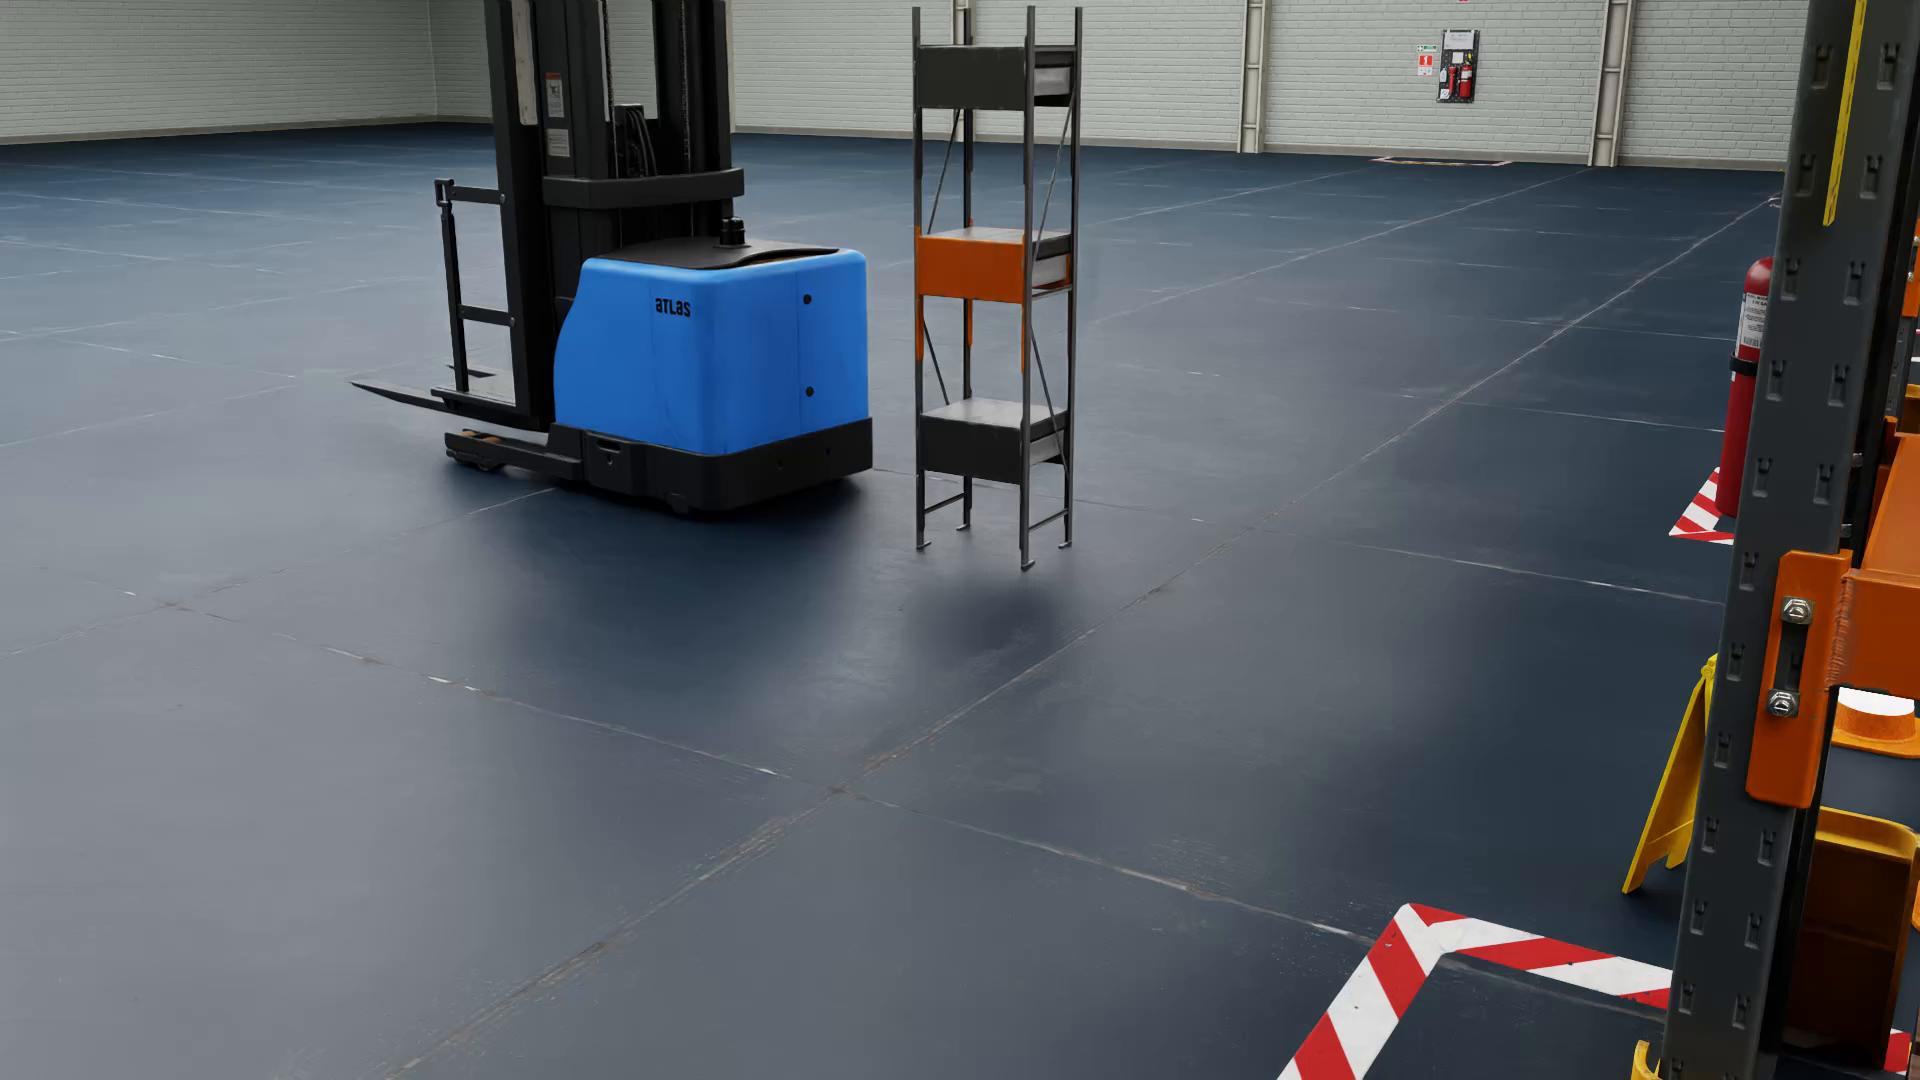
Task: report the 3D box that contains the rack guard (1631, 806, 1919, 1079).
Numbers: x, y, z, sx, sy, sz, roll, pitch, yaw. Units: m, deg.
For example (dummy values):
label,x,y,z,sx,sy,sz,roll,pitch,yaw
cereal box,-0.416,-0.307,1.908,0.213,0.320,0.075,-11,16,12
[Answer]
label,x,y,z,sx,sy,sz,roll,pitch,yaw
rack guard,1.456,0.928,2.966,0.348,0.500,1.175,10,20,30

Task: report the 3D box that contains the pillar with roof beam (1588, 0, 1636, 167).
label,x,y,z,sx,sy,sz,roll,pitch,yaw
pillar with roof beam,8.038,-9.239,21.814,0.400,9.000,9.100,10,20,30

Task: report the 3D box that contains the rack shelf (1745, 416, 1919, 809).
label,x,y,z,sx,sy,sz,roll,pitch,yaw
rack shelf,3.095,0.369,1.744,4.000,0.370,1.077,10,20,30

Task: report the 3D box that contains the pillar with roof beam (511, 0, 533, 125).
label,x,y,z,sx,sy,sz,roll,pitch,yaw
pillar with roof beam,-12.413,-12.890,33.832,0.400,9.000,9.100,10,20,30

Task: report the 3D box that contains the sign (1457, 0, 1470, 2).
label,x,y,z,sx,sy,sz,roll,pitch,yaw
sign,8.250,-8.955,27.213,0.199,0.298,0.001,10,20,30

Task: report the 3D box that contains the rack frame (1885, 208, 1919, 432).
label,x,y,z,sx,sy,sz,roll,pitch,yaw
rack frame,3.896,-1.521,6.728,0.127,3.000,1.000,10,20,30

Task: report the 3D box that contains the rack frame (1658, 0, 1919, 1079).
label,x,y,z,sx,sy,sz,roll,pitch,yaw
rack frame,1.391,-0.280,2.641,0.127,3.000,1.000,10,20,30

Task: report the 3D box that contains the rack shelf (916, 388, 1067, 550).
label,x,y,z,sx,sy,sz,roll,pitch,yaw
rack shelf,0.141,-0.297,6.701,0.480,0.518,0.431,10,20,30

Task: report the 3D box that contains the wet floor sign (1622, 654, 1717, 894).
label,x,y,z,sx,sy,sz,roll,pitch,yaw
wet floor sign,1.789,0.553,3.951,0.267,0.644,0.232,-13,21,-37

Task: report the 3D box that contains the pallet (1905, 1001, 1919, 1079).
label,x,y,z,sx,sy,sz,roll,pitch,yaw
pallet,2.130,1.198,2.573,1.213,0.211,1.003,10,20,30

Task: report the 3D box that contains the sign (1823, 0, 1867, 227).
label,x,y,z,sx,sy,sz,roll,pitch,yaw
sign,1.107,-0.559,2.073,0.005,0.325,0.100,10,20,30

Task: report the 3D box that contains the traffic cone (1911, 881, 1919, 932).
label,x,y,z,sx,sy,sz,roll,pitch,yaw
traffic cone,2.433,0.680,3.846,0.334,0.463,0.336,10,20,30

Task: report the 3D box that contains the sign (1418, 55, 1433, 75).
label,x,y,z,sx,sy,sz,roll,pitch,yaw
sign,7.788,-7.947,27.820,0.234,0.329,0.001,10,20,30

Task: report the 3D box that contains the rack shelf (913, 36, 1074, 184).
label,x,y,z,sx,sy,sz,roll,pitch,yaw
rack shelf,0.141,-1.636,6.294,0.480,0.518,0.431,10,20,30

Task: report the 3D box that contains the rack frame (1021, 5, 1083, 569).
label,x,y,z,sx,sy,sz,roll,pitch,yaw
rack frame,0.349,-0.942,6.371,0.015,2.100,0.400,10,20,30

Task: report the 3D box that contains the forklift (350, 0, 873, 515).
label,x,y,z,sx,sy,sz,roll,pitch,yaw
forklift,-1.874,-1.837,7.885,3.031,2.935,1.130,13,21,37

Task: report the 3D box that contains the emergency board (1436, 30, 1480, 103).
label,x,y,z,sx,sy,sz,roll,pitch,yaw
emergency board,8.205,-7.820,27.465,0.643,1.169,0.194,10,20,30

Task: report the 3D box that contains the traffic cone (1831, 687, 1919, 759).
label,x,y,z,sx,sy,sz,roll,pitch,yaw
traffic cone,2.724,0.353,4.921,0.334,0.463,0.336,10,20,30

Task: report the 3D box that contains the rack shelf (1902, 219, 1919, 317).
label,x,y,z,sx,sy,sz,roll,pitch,yaw
rack shelf,5.600,-0.873,5.831,4.000,0.370,1.077,10,20,30

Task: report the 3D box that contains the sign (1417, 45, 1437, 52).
label,x,y,z,sx,sy,sz,roll,pitch,yaw
sign,7.787,-8.197,27.734,0.331,0.109,0.001,10,20,30

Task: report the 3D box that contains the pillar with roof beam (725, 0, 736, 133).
label,x,y,z,sx,sy,sz,roll,pitch,yaw
pillar with roof beam,-7.300,-11.977,30.828,0.400,9.000,9.100,10,20,30

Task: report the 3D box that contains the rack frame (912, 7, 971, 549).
label,x,y,z,sx,sy,sz,roll,pitch,yaw
rack frame,-0.067,-1.017,6.615,0.015,2.100,0.400,10,20,30

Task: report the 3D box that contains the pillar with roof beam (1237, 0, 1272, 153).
label,x,y,z,sx,sy,sz,roll,pitch,yaw
pillar with roof beam,2.925,-10.152,24.819,0.400,9.000,9.100,10,20,30

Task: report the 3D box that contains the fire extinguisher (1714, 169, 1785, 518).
label,x,y,z,sx,sy,sz,roll,pitch,yaw
fire extinguisher,1.535,-0.374,3.085,0.183,0.674,0.296,10,20,30

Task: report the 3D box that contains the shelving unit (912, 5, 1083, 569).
label,x,y,z,sx,sy,sz,roll,pitch,yaw
shelving unit,0.141,-0.979,6.493,0.503,2.100,0.431,10,20,30

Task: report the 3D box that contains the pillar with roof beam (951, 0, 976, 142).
label,x,y,z,sx,sy,sz,roll,pitch,yaw
pillar with roof beam,-2.188,-11.064,27.823,0.400,9.000,9.100,10,20,30

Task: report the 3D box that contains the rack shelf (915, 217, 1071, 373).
label,x,y,z,sx,sy,sz,roll,pitch,yaw
rack shelf,0.141,-0.966,6.497,0.480,0.518,0.431,10,20,30

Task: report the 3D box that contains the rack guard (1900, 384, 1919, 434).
label,x,y,z,sx,sy,sz,roll,pitch,yaw
rack guard,3.875,-0.329,7.103,0.348,0.500,1.175,10,20,30

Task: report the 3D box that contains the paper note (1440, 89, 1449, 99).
label,x,y,z,sx,sy,sz,roll,pitch,yaw
paper note,8.090,-7.443,27.738,0.142,0.148,0.016,10,20,30
